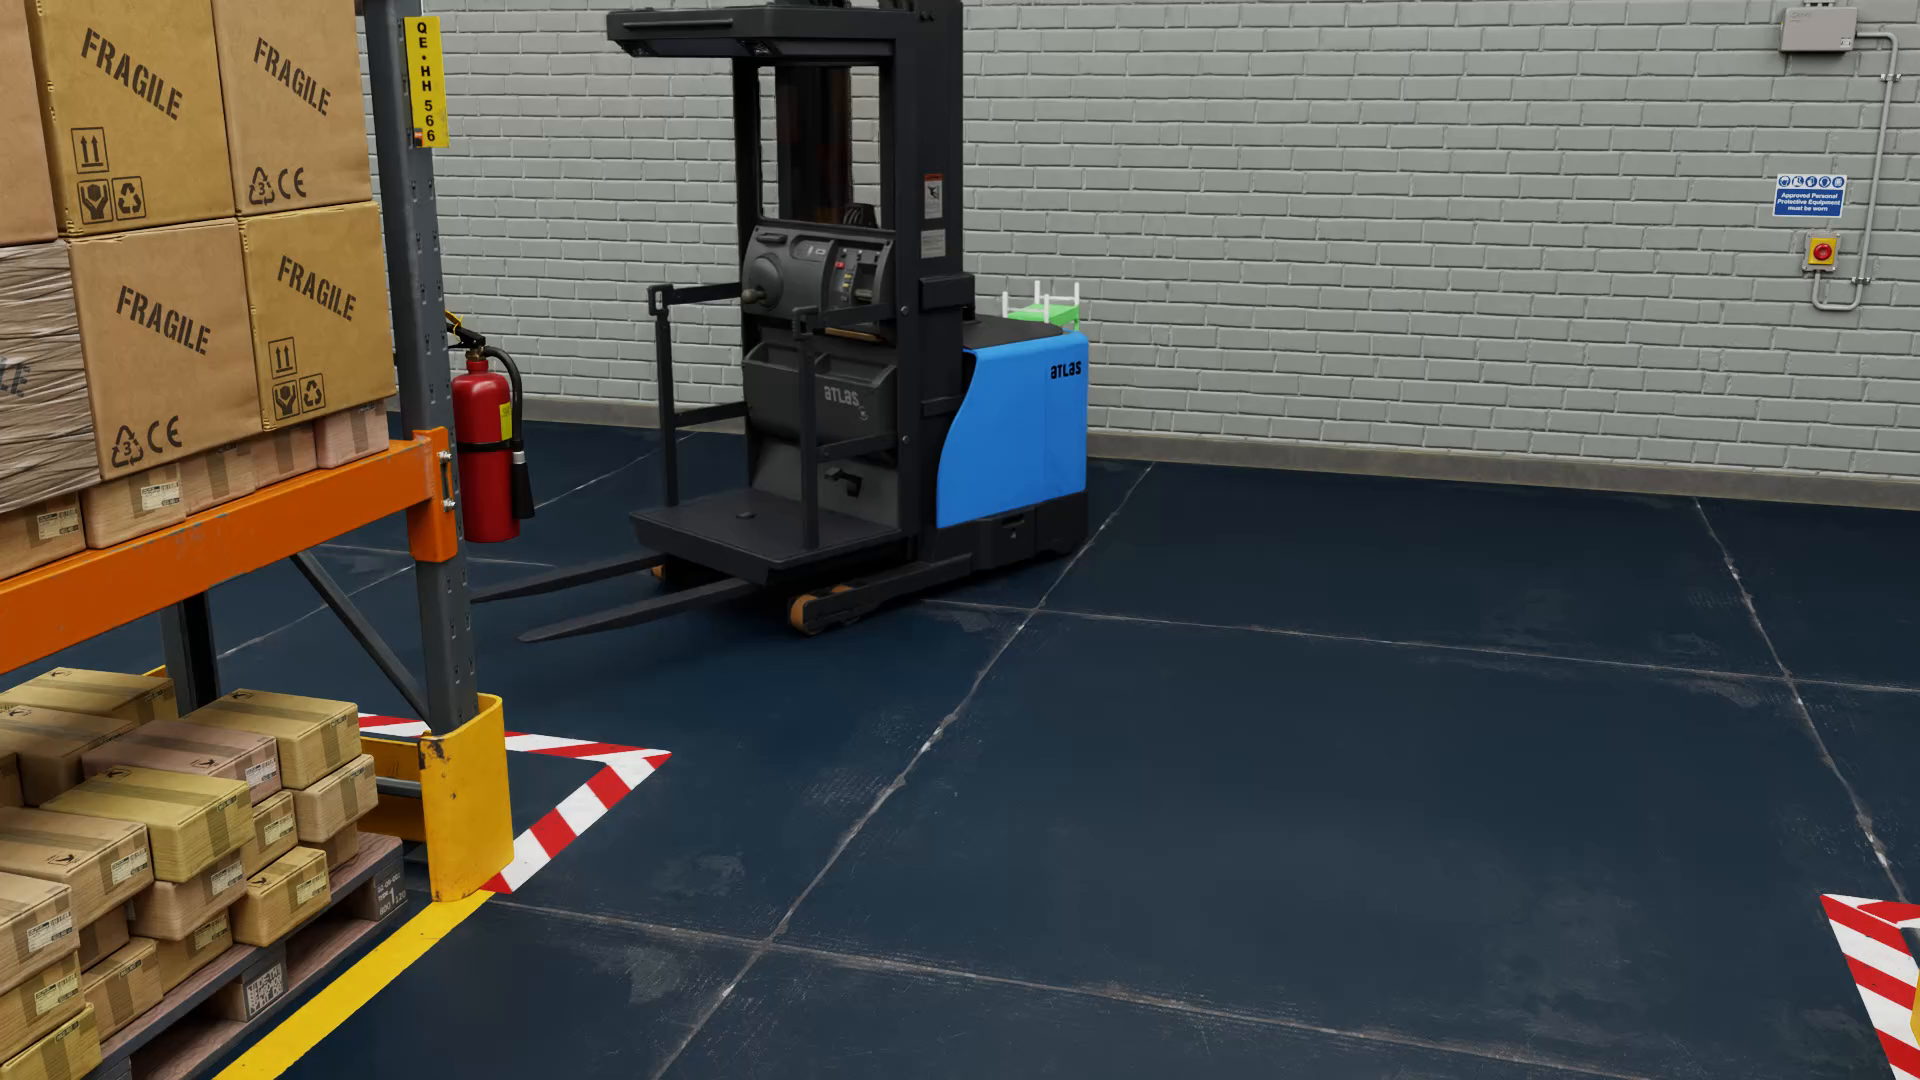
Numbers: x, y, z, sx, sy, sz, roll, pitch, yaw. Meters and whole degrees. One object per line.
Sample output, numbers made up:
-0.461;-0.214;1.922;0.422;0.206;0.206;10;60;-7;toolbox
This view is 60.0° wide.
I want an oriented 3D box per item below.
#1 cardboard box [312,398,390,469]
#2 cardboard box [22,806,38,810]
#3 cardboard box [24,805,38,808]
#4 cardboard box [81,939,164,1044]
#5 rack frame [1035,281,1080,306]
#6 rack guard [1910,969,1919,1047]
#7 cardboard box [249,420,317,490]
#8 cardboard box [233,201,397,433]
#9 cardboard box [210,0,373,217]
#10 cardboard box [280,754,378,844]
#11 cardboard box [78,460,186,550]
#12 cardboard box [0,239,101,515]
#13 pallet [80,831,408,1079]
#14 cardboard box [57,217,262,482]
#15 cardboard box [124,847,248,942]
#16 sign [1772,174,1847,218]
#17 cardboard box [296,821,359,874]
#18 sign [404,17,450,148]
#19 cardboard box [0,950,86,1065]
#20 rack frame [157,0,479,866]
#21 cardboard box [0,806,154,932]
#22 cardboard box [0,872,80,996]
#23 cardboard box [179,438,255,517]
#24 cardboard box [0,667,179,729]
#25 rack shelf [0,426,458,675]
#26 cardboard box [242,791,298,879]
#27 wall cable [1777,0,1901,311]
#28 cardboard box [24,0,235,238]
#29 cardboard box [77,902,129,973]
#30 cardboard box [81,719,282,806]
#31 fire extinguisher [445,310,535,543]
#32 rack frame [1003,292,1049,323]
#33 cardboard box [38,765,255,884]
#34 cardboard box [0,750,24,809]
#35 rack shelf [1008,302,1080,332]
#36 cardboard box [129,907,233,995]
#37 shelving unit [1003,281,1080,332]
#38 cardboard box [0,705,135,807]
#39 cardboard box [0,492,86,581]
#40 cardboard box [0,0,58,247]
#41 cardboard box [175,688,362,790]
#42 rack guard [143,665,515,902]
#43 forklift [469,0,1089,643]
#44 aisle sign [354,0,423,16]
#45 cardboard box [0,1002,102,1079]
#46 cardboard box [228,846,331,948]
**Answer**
-1.727;-0.294;4.330;0.380;0.149;0.250;5;16;16;cardboard box
-2.417;0.759;4.065;0.380;0.149;0.250;5;17;17;cardboard box
-2.432;0.688;4.315;0.380;0.149;0.250;5;16;16;cardboard box
-2.046;1.004;3.747;0.380;0.149;0.250;5;17;16;cardboard box
0.509;-0.773;8.854;0.240;1.200;0.015;6;17;21;rack frame
2.876;1.031;3.777;1.175;0.500;0.348;5;16;16;rack guard
-1.833;-0.232;4.111;0.380;0.149;0.250;5;16;16;cardboard box
-1.786;-0.576;4.135;0.500;0.500;0.500;5;17;17;cardboard box
-1.797;-1.056;3.993;0.500;0.500;0.500;4;16;15;cardboard box
-1.781;0.664;4.400;0.380;0.149;0.250;4;16;14;cardboard box
-1.940;-0.097;3.634;0.380;0.149;0.250;5;17;17;cardboard box
-2.072;-0.308;3.191;0.500;0.500;0.500;5;16;16;cardboard box
-2.191;1.049;4.245;1.003;0.211;1.213;5;16;16;pallet
-1.937;-0.442;3.661;0.500;0.500;0.500;4;16;15;cardboard box
-1.927;0.800;3.920;0.380;0.149;0.250;4;16;14;cardboard box
4.421;-1.792;8.654;0.327;0.218;0.001;5;16;16;sign
-1.855;0.801;4.463;0.380;0.149;0.250;5;17;17;cardboard box
-1.379;-1.183;4.303;0.100;0.325;0.005;5;16;16;sign
-2.062;0.937;3.439;0.380;0.149;0.250;5;17;17;cardboard box
-1.905;-0.522;4.674;1.000;3.000;0.127;5;16;16;rack frame
-2.025;0.721;3.656;0.380;0.149;0.250;4;16;14;cardboard box
-2.048;0.795;3.393;0.380;0.149;0.250;5;17;18;cardboard box
-1.890;-0.165;3.876;0.380;0.149;0.250;4;16;15;cardboard box
-2.380;0.472;4.534;0.380;0.149;0.250;4;16;13;cardboard box
-2.473;0.347;2.927;1.077;0.370;4.000;5;16;16;rack shelf
-1.907;0.728;4.174;0.380;0.149;0.250;4;16;15;cardboard box
4.450;-2.146;8.478;0.585;1.953;0.123;5;16;16;wall cable
-1.941;-0.923;3.526;0.500;0.500;0.500;4;16;14;cardboard box
-2.102;0.863;3.701;0.380;0.149;0.250;4;16;15;cardboard box
-1.939;0.580;4.151;0.380;0.149;0.250;5;17;17;cardboard box
-1.391;-0.336;4.841;0.296;0.674;0.183;5;16;16;fire extinguisher
0.328;-0.649;8.418;0.240;1.200;0.015;6;17;21;rack frame
-1.891;0.658;3.877;0.380;0.149;0.250;4;16;15;cardboard box
-2.537;0.609;4.050;0.380;0.149;0.250;5;16;16;cardboard box
0.418;-1.111;8.523;0.258;0.148;0.480;6;17;21;rack shelf
-1.988;0.939;3.978;0.380;0.149;0.250;5;16;16;cardboard box
0.418;-0.711;8.636;0.258;1.200;0.503;6;17;21;shelving unit
-2.343;0.553;4.247;0.380;0.149;0.250;5;17;17;cardboard box
-2.043;-0.030;3.399;0.380;0.149;0.250;4;16;13;cardboard box
-2.080;-0.786;3.044;0.500;0.500;0.500;6;17;19;cardboard box
-1.813;0.519;4.367;0.380;0.149;0.250;5;17;17;cardboard box
-1.927;0.700;4.945;1.175;0.500;0.348;5;16;16;rack guard
-0.776;-1.173;7.093;3.031;2.935;1.130;-15;22;-43;forklift
-1.597;-1.769;4.304;0.394;0.787;0.004;5;16;16;aisle sign
-2.058;1.076;3.494;0.380;0.149;0.250;4;16;13;cardboard box
-1.831;0.876;4.198;0.380;0.149;0.250;5;17;18;cardboard box
